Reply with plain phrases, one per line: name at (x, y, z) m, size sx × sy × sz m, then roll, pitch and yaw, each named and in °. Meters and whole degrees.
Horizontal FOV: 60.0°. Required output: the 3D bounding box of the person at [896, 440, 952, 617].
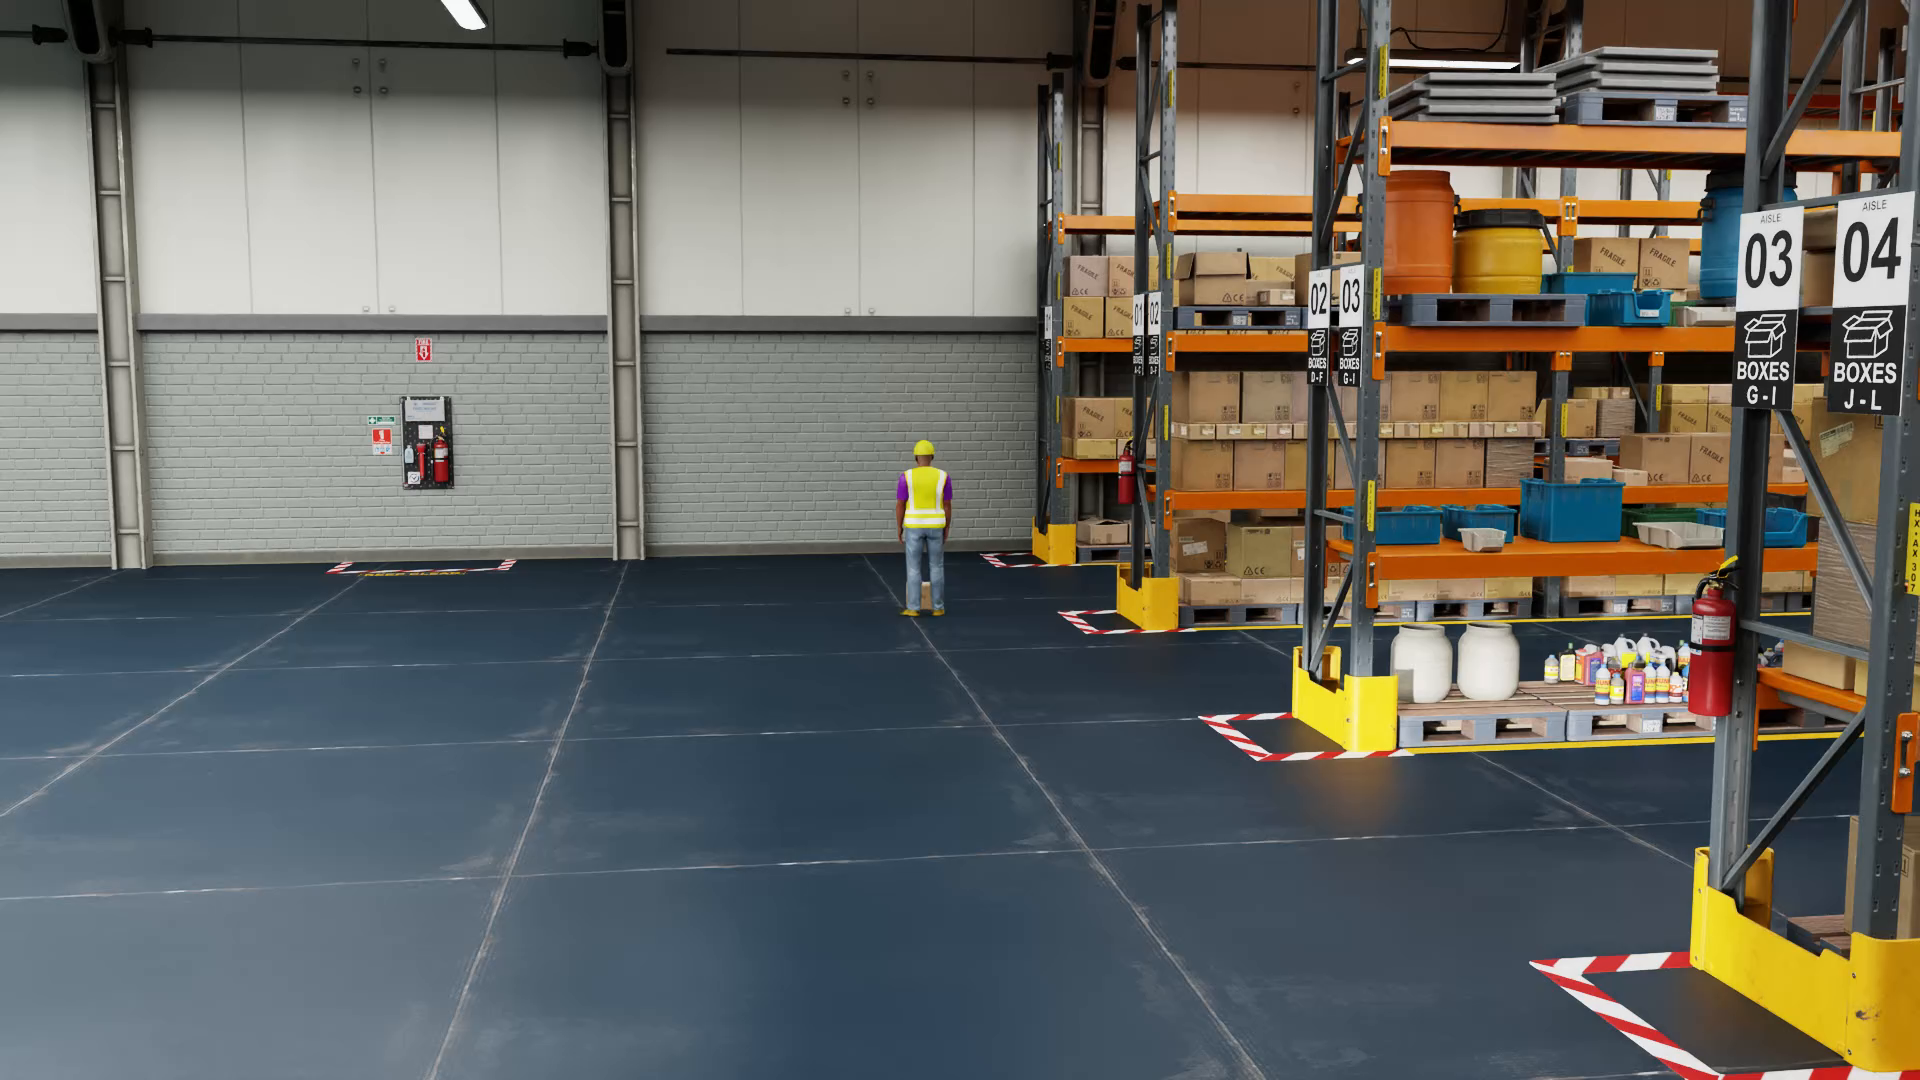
person at (-0.362, -0.117, 16.666) m, size 0.564 × 1.767 × 0.357 m, roll -1°, pitch 6°, yaw -7°
